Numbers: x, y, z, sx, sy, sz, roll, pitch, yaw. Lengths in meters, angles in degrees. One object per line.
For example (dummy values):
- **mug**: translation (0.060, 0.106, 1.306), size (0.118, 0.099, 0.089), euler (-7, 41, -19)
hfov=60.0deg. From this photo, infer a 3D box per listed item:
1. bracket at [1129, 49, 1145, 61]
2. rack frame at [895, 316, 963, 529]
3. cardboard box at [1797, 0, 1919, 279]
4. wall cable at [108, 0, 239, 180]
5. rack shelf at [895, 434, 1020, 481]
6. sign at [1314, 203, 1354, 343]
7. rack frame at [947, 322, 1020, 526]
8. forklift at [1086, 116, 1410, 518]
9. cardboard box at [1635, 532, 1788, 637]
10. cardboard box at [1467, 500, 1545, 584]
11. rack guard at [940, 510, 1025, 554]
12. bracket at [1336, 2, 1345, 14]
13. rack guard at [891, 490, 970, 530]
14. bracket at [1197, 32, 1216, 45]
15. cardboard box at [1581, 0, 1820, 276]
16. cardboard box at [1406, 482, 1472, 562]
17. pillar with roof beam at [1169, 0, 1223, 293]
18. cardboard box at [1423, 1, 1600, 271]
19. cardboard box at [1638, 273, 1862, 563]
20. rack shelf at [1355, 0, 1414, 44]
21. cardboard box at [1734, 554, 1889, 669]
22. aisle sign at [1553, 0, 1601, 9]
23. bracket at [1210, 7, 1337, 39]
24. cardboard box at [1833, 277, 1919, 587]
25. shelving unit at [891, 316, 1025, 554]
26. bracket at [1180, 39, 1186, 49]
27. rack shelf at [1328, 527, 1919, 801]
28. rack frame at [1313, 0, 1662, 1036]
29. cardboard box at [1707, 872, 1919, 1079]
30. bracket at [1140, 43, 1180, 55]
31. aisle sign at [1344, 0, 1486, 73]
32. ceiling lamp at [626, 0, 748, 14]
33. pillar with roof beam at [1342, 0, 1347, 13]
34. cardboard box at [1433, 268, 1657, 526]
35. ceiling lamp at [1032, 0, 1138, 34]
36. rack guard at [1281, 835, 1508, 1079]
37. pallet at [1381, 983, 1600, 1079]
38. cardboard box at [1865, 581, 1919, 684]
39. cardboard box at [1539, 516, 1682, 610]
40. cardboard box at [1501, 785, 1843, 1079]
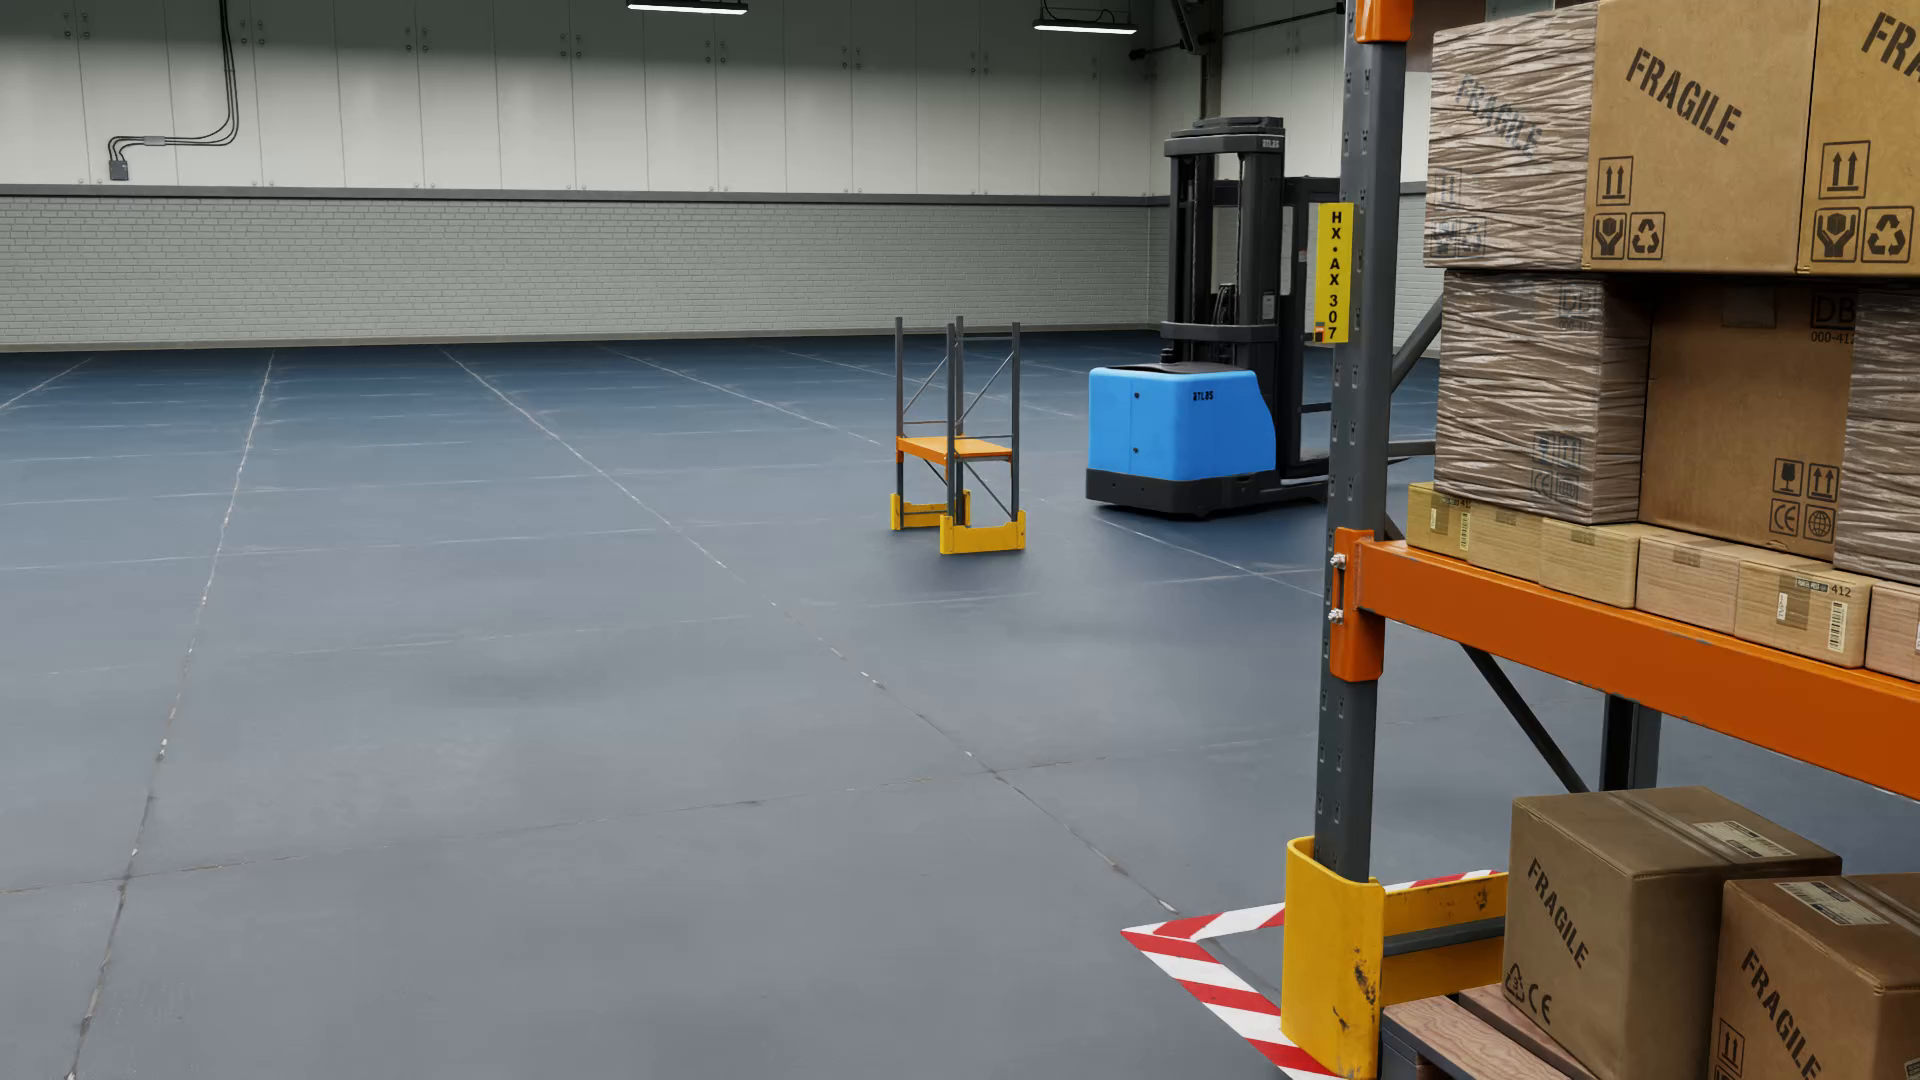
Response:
- **bracket**: translation (4.088, -11.176, 38.276), size (0.235, 0.232, 0.430), euler (-4, 11, -21)
- **rack frame**: translation (-0.215, -0.835, 11.834), size (0.500, 1.500, 0.032), euler (-4, 11, -21)
- **cardboard box**: translation (1.692, -0.655, 2.547), size (0.500, 0.500, 0.500), euler (-4, 11, -21)
- **wall cable**: translation (-14.912, -9.812, 31.173), size (2.305, 6.003, 0.169), euler (-4, 11, -21)
- **rack shelf**: translation (-0.031, -0.575, 11.399), size (0.538, 0.185, 1.000), euler (-4, 11, -21)
- **sign**: translation (0.884, -0.629, 3.921), size (0.100, 0.325, 0.005), euler (-4, 11, -21)
- **rack frame**: translation (0.153, -0.669, 10.901), size (0.500, 1.500, 0.032), euler (-4, 11, -21)
- **forklift**: translation (2.427, -1.794, 13.136), size (3.031, 2.935, 1.130), euler (-8, 13, -39)
- **cardboard box**: translation (1.530, 0.071, 3.173), size (0.380, 0.149, 0.250), euler (-4, 11, -21)
- **cardboard box**: translation (1.343, -0.010, 3.630), size (0.380, 0.149, 0.250), euler (-4, 11, -21)
- **rack guard**: translation (0.153, -0.054, 11.011), size (0.587, 0.250, 0.087), euler (-4, 11, -21)
- **bracket**: translation (7.121, -9.810, 30.595), size (0.235, 0.232, 0.430), euler (-4, 11, -21)
- **rack guard**: translation (-0.208, -0.217, 11.925), size (0.587, 0.250, 0.087), euler (-4, 11, -21)
- **bracket**: translation (5.248, -10.654, 35.339), size (0.235, 0.232, 0.430), euler (-4, 11, -21)
- **cardboard box**: translation (1.510, -0.736, 3.005), size (0.500, 0.500, 0.500), euler (-4, 11, -21)
- **cardboard box**: translation (1.271, -0.052, 3.866), size (0.380, 0.149, 0.250), euler (-4, 11, -21)
- **pillar with roof beam**: translation (1.416, -8.698, 34.626), size (9.100, 9.000, 0.548), euler (-4, 11, -21)
- **cardboard box**: translation (1.335, -0.818, 3.466), size (0.500, 0.500, 0.500), euler (-4, 11, -21)
- **cardboard box**: translation (1.856, -0.268, 3.225), size (0.875, 0.500, 0.500), euler (-4, 11, -21)
- **rack shelf**: translation (2.114, -1.034, 2.156), size (1.077, 0.370, 4.000), euler (-4, 11, -21)
- **cardboard box**: translation (1.614, 0.112, 2.941), size (0.380, 0.149, 0.250), euler (-4, 11, -21)
- **aisle sign**: translation (1.647, -1.547, 4.127), size (0.394, 0.787, 0.004), euler (-4, 11, -21)
- **bracket**: translation (6.181, -10.233, 32.975), size (0.076, 0.066, 4.783), euler (-4, 11, -21)
- **cardboard box**: translation (1.997, -0.183, 2.751), size (0.875, 0.500, 0.500), euler (-4, 11, -21)
- **shelving unit**: translation (-0.028, -0.751, 11.359), size (0.587, 1.500, 1.083), euler (-4, 11, -21)
- **bracket**: translation (4.947, -10.789, 36.101), size (0.235, 0.232, 0.430), euler (-4, 11, -21)
- **rack shelf**: translation (2.114, 0.443, 2.418), size (1.077, 0.370, 4.000), euler (-4, 11, -21)
- **rack frame**: translation (1.390, -0.238, 4.190), size (1.000, 3.000, 0.127), euler (-4, 11, -21)
- **cardboard box**: translation (1.849, 0.985, 3.257), size (0.500, 0.500, 0.500), euler (-1, 10, -6)
- **bracket**: translation (4.302, -11.079, 37.734), size (0.076, 0.066, 3.189), euler (-4, 11, -21)
- **aisle sign**: translation (1.087, -1.509, 3.913), size (0.394, 0.787, 0.004), euler (-4, 11, -21)
- **ceiling lamp**: translation (-4.636, -10.434, 27.716), size (2.000, 3.185, 0.800), euler (-4, 11, -21)
- **pillar with roof beam**: translation (3.590, -7.719, 29.120), size (9.100, 9.000, 0.548), euler (-4, 11, -21)
- **cardboard box**: translation (1.563, -0.342, 3.641), size (0.875, 0.500, 0.500), euler (-4, 11, -21)
- **ceiling lamp**: translation (2.205, -10.900, 30.335), size (2.000, 3.185, 0.800), euler (-4, 11, -21)
- **rack guard**: translation (1.417, 1.006, 4.340), size (1.175, 0.500, 0.348), euler (-4, 11, -21)
- **pallet**: translation (1.679, 1.283, 3.607), size (1.003, 0.211, 1.213), euler (-4, 11, -21)
- **cardboard box**: translation (1.730, 0.151, 2.721), size (0.380, 0.149, 0.250), euler (-4, 11, -21)
- **cardboard box**: translation (1.420, 0.032, 3.395), size (0.380, 0.149, 0.250), euler (-4, 11, -21)
- **cardboard box**: translation (1.600, 0.889, 3.794), size (0.500, 0.500, 0.500), euler (-2, 10, -10)
